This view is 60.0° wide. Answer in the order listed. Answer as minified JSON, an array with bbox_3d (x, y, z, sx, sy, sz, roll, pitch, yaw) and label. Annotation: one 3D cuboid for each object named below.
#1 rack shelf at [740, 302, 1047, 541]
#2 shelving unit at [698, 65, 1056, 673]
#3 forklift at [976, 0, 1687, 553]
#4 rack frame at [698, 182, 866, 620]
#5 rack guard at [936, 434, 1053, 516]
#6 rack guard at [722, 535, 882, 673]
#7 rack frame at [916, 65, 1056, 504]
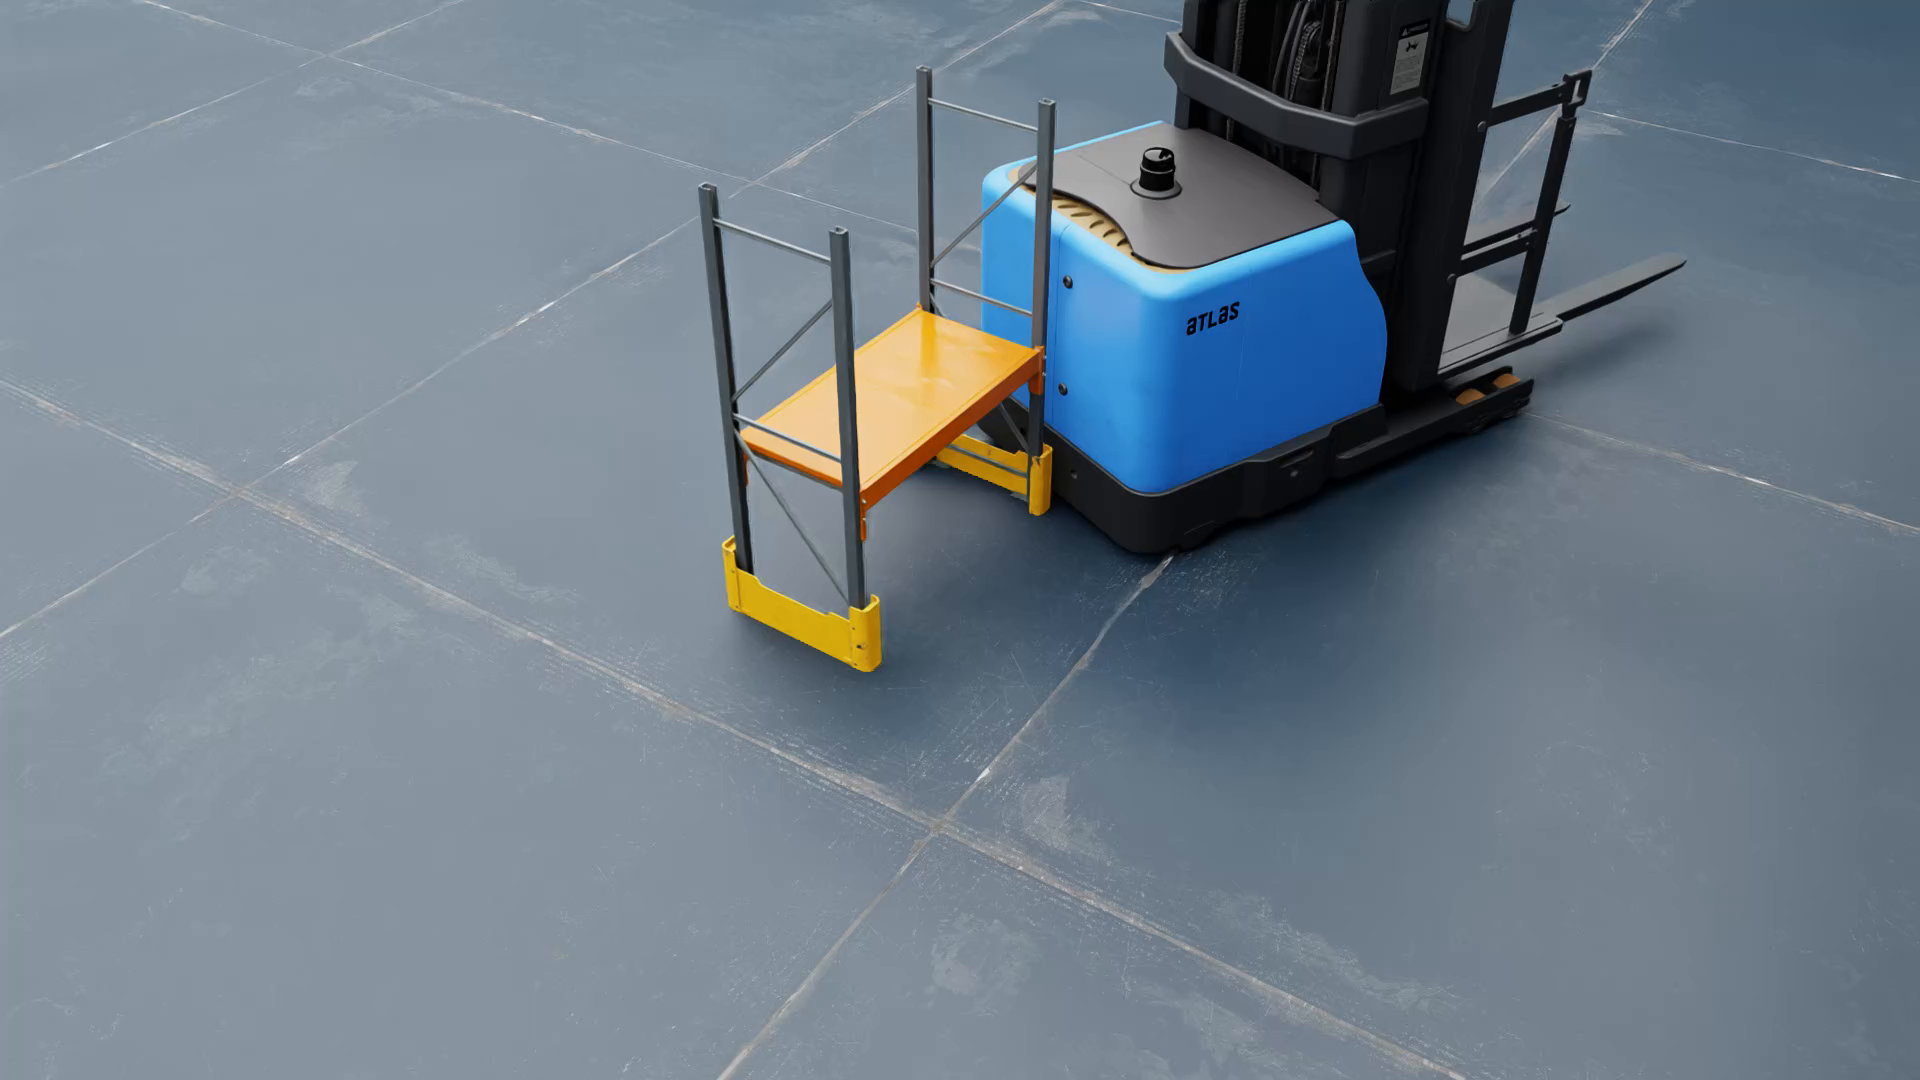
[{"bbox_3d":[-0.215,-0.408,5.346,0.538,0.185,1.000,23,43,27],"label":"rack shelf"},{"bbox_3d":[-0.220,-0.546,5.230,0.587,1.500,1.083,23,43,27],"label":"shelving unit"},{"bbox_3d":[1.572,-1.810,5.697,3.031,2.935,1.130,-22,43,-26],"label":"forklift"},{"bbox_3d":[-0.505,-0.296,4.905,0.500,1.500,0.032,23,43,27],"label":"rack frame"},{"bbox_3d":[0.063,-0.301,5.936,0.587,0.250,0.087,23,43,27],"label":"rack guard"},{"bbox_3d":[-0.504,0.199,5.287,0.587,0.250,0.087,23,43,27],"label":"rack guard"},{"bbox_3d":[0.075,-0.806,5.567,0.500,1.500,0.032,23,43,27],"label":"rack frame"}]
